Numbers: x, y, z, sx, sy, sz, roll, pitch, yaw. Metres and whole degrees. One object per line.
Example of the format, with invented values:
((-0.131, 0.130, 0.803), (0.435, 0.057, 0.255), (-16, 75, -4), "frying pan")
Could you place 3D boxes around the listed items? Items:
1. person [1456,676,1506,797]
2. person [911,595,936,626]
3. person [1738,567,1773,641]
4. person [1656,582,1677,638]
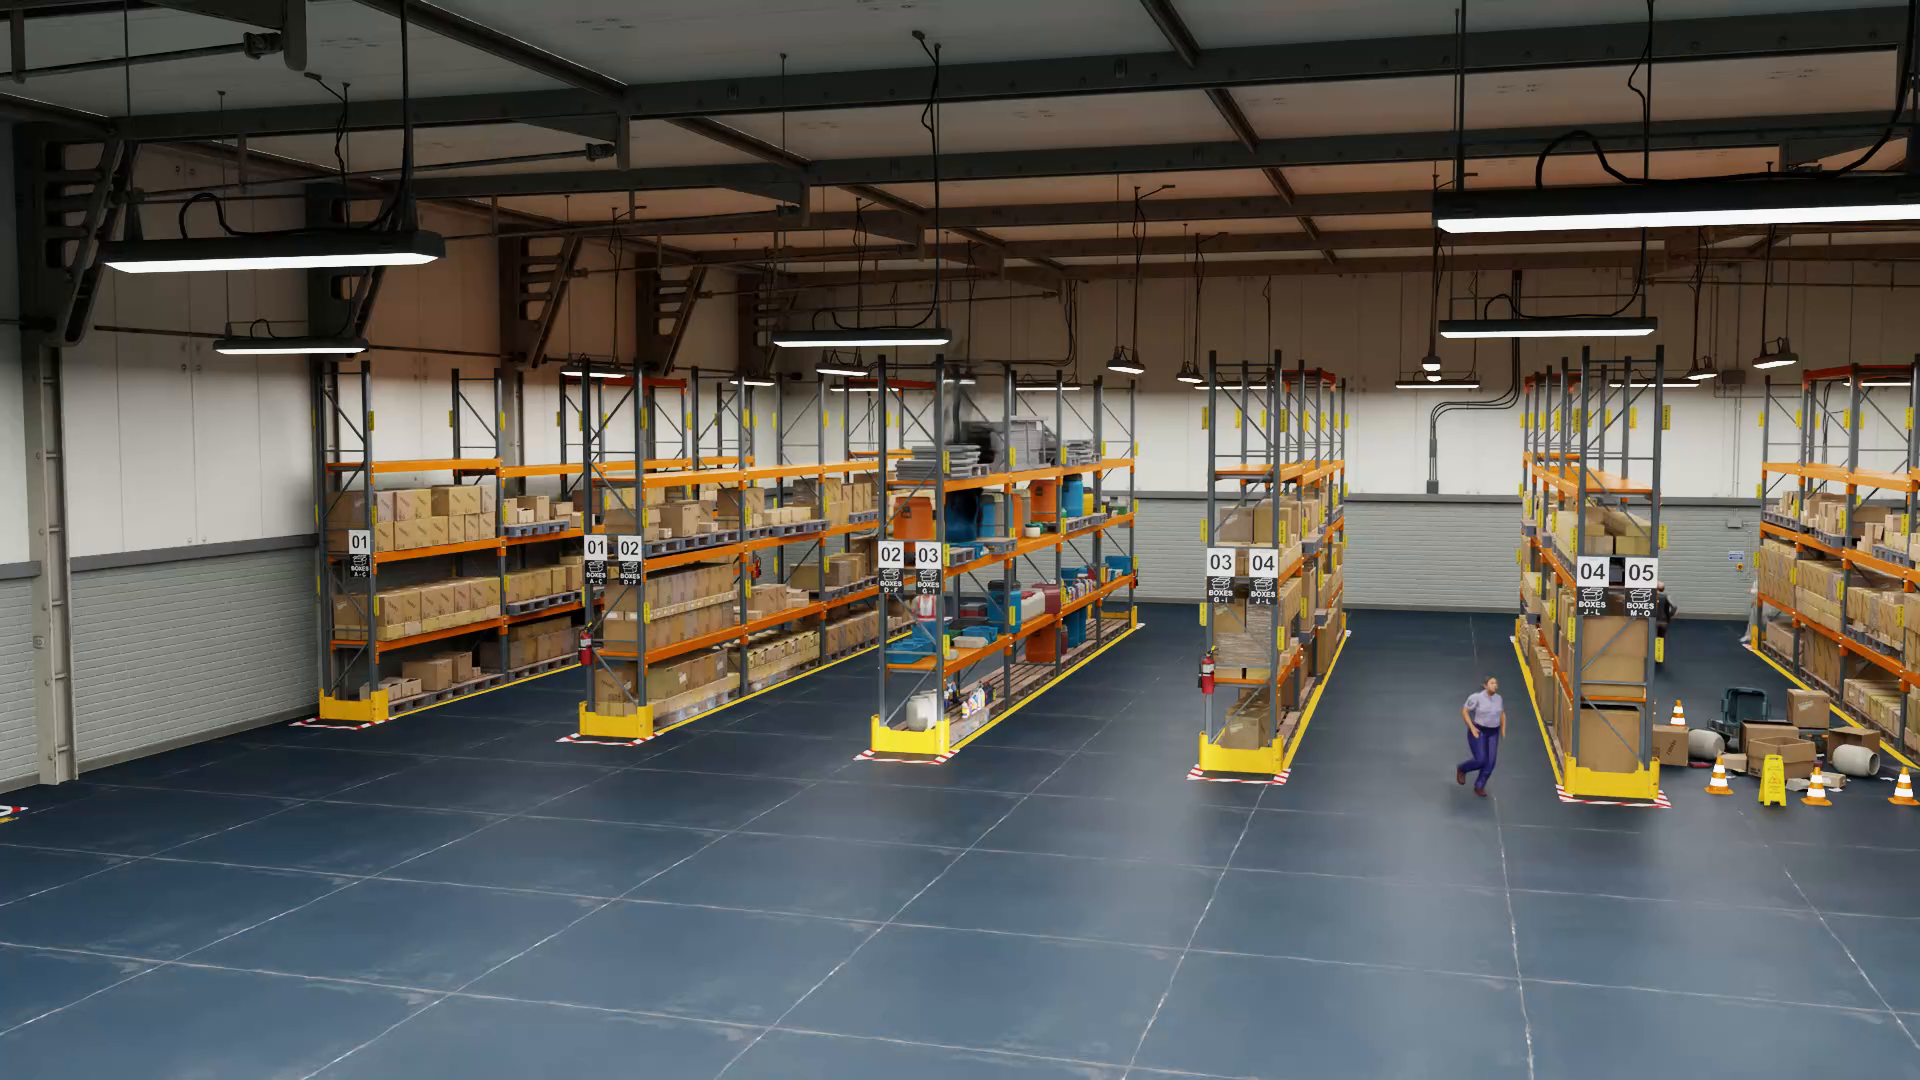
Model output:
((7.064, 2.629, 22.413), (0.628, 1.604, 0.545), (-1, 4, -17), "person")
((-0.685, 1.735, 33.232), (0.613, 1.824, 0.705), (1, 4, 7), "person")
((18.114, 1.456, 37.497), (0.966, 1.798, 0.721), (2, 5, 27), "person")
((14.330, 1.728, 34.134), (0.627, 1.731, 1.116), (1, 4, 10), "person")
